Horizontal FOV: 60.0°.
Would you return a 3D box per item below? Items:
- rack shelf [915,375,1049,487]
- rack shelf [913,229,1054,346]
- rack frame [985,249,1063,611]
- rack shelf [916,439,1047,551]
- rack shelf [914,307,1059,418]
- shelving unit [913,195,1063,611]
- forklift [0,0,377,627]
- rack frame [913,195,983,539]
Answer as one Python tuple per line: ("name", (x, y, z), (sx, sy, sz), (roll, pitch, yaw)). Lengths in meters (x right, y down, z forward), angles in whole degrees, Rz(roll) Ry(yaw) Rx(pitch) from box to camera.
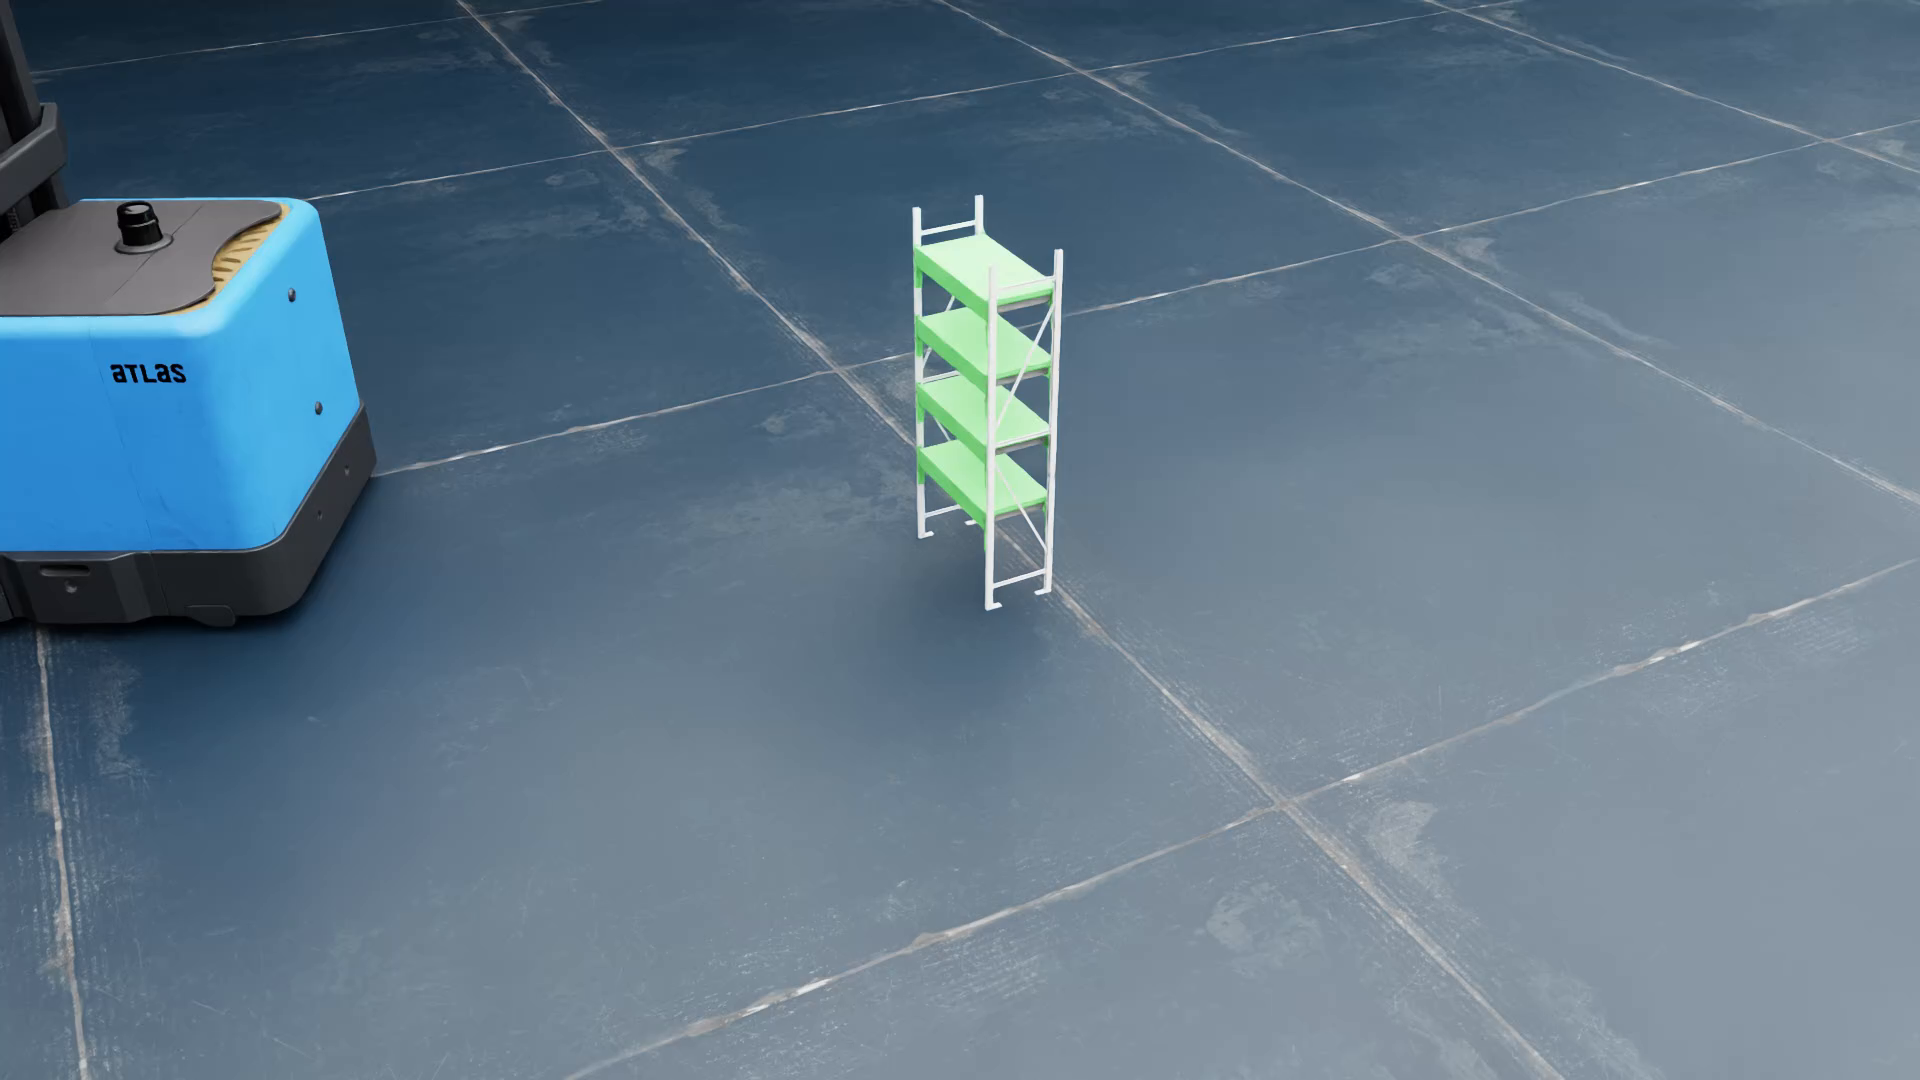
("rack shelf", (0.077, -0.372, 5.337), (0.258, 0.148, 0.480), (-16, 36, -23))
("rack shelf", (0.077, -0.777, 5.079), (0.258, 0.148, 0.480), (-16, 36, -23))
("rack frame", (0.191, -0.310, 5.121), (0.240, 1.200, 0.015), (-16, 36, -23))
("rack shelf", (0.077, -0.170, 5.467), (0.258, 0.148, 0.480), (-16, 36, -23))
("rack shelf", (0.077, -0.574, 5.208), (0.258, 0.148, 0.480), (-16, 36, -23))
("shelving unit", (0.077, -0.426, 5.303), (0.258, 1.200, 0.503), (-16, 36, -23))
("forklift", (-3.630, -1.207, 4.918), (3.031, 2.935, 1.130), (0, 33, -1))
("rack frame", (-0.037, -0.543, 5.485), (0.240, 1.200, 0.015), (-16, 36, -23))
